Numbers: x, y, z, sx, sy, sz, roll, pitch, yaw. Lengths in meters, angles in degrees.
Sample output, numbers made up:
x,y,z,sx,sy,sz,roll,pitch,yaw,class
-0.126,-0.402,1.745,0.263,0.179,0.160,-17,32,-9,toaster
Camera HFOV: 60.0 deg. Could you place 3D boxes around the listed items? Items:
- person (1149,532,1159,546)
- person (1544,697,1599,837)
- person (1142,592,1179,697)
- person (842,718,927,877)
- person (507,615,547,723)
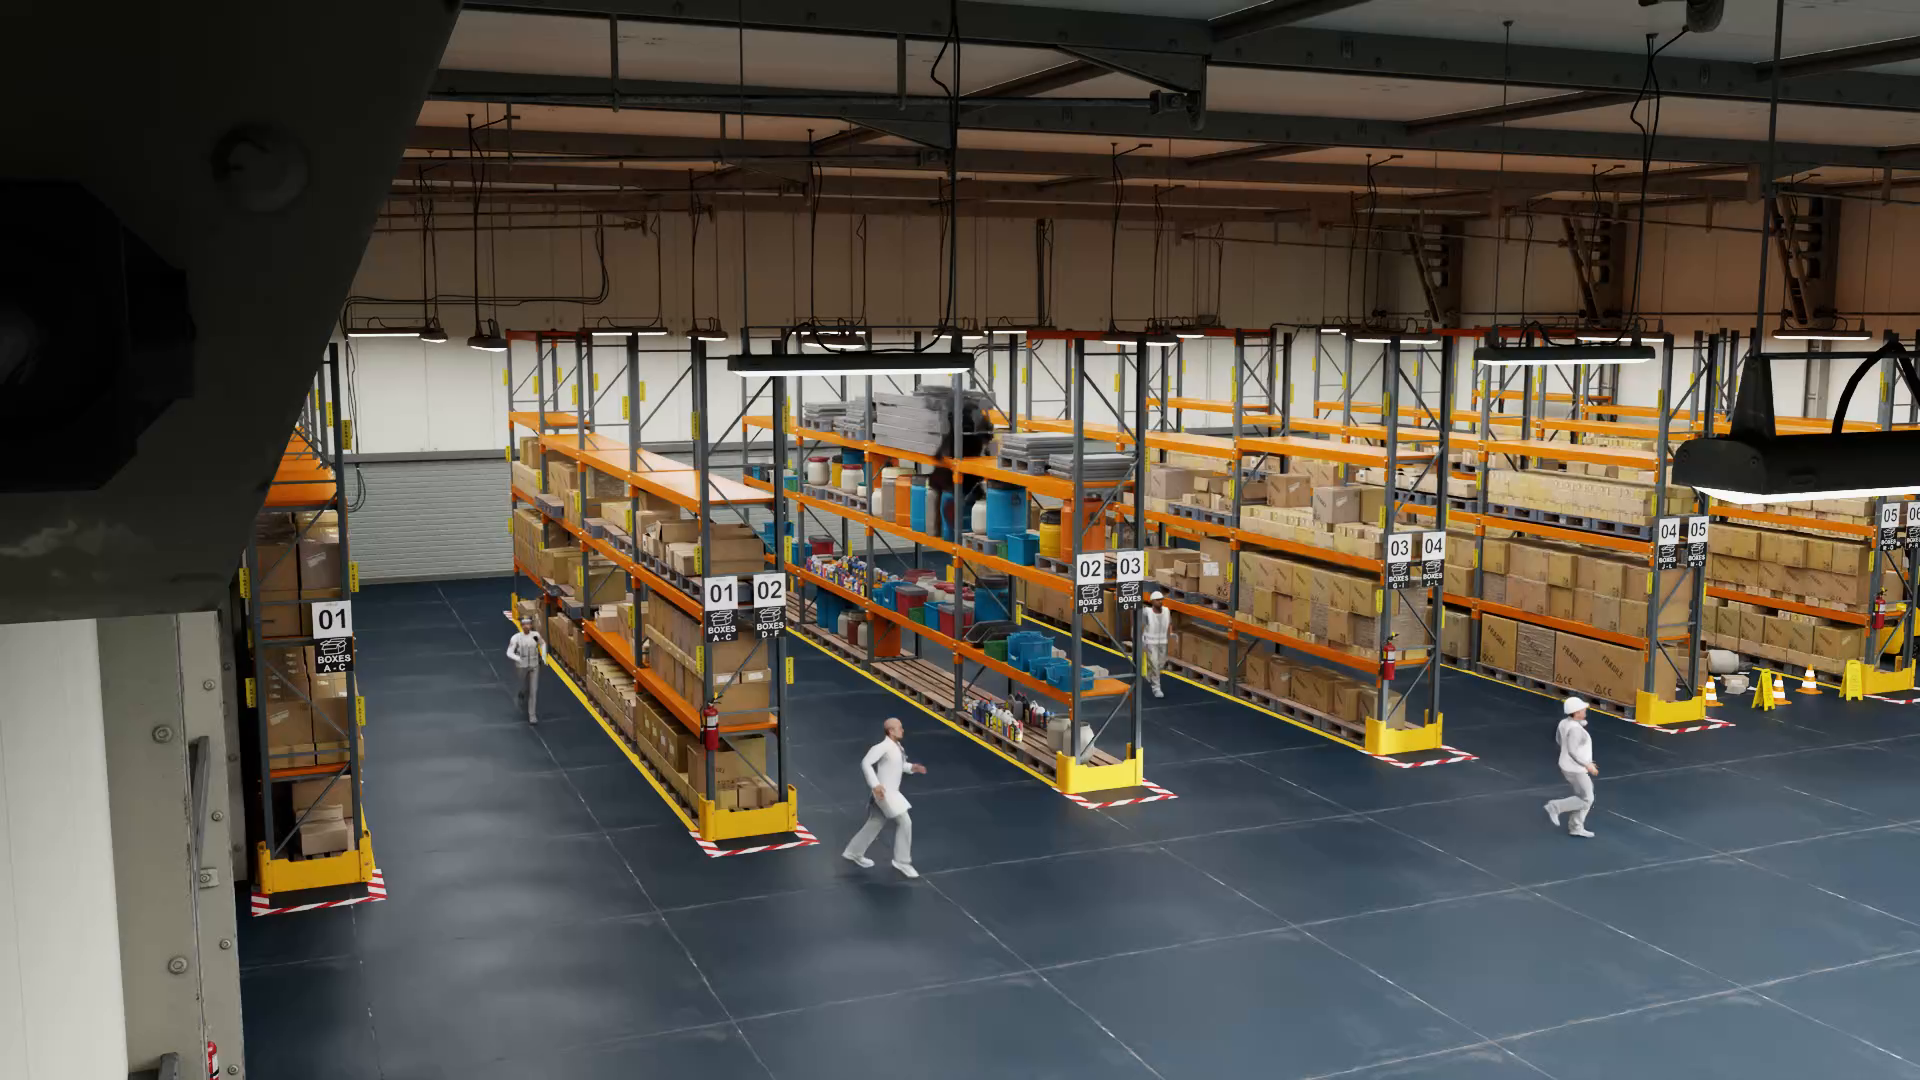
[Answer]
x,y,z,sx,sy,sz,roll,pitch,yaw,class
5.017,-0.197,41.886,0.559,1.667,0.701,2,8,16,person
7.413,2.754,20.179,0.636,1.735,0.666,1,8,6,person
3.219,1.703,27.775,0.663,1.746,0.813,-3,8,-21,person
-0.860,2.916,18.865,0.973,1.841,0.609,0,8,1,person
-6.726,1.983,25.945,0.630,1.650,0.949,-3,8,-23,person
